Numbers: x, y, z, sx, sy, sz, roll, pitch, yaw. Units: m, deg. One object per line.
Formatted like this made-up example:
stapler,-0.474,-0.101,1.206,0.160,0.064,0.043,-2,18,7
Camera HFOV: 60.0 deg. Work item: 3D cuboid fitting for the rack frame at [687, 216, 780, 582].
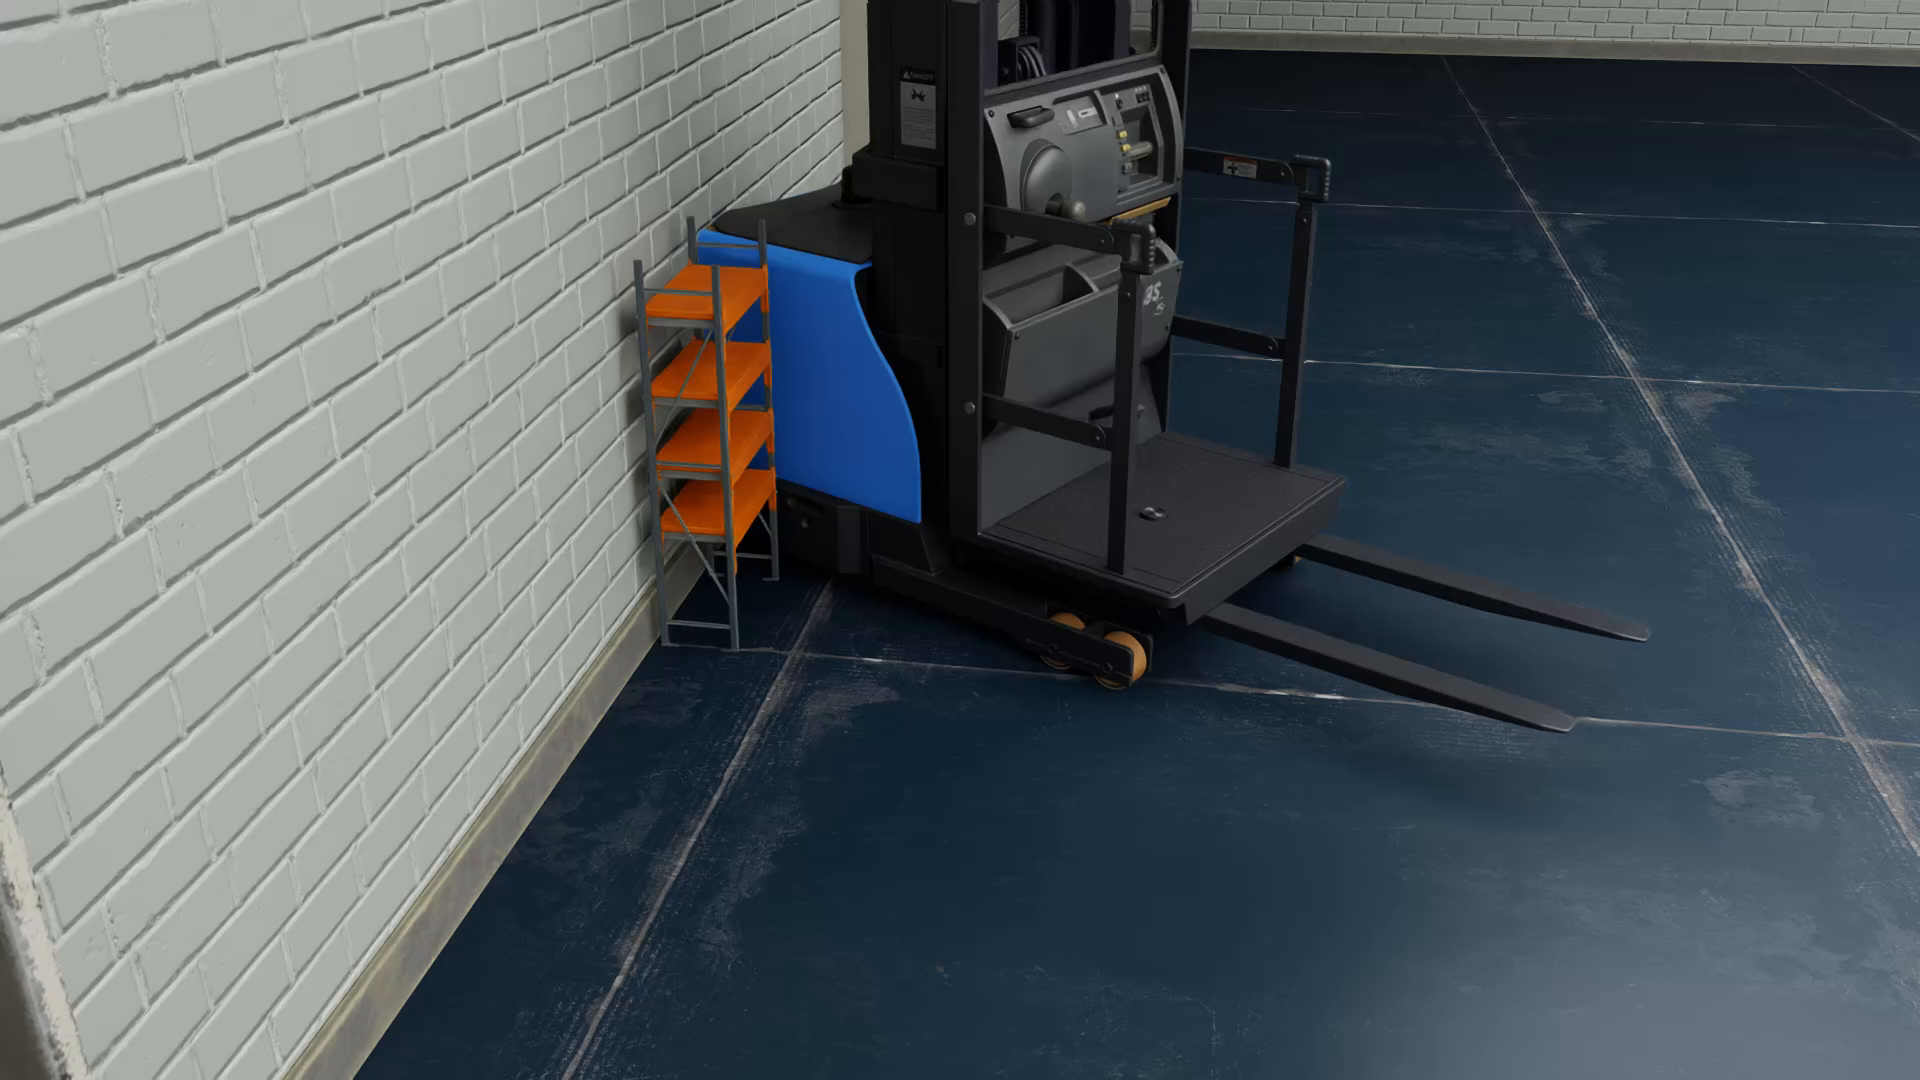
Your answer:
rack frame,-0.706,-0.418,5.223,0.240,1.200,0.015,4,25,8

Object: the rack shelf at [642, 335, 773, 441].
rack shelf,-0.741,-0.457,4.938,0.258,0.148,0.480,4,25,8

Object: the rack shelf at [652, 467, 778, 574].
rack shelf,-0.746,-0.076,5.118,0.258,0.148,0.480,4,25,8

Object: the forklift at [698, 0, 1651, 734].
forklift,0.543,-1.147,4.744,3.031,2.935,1.130,18,31,34

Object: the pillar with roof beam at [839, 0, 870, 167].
pillar with roof beam,3.920,-4.712,5.201,9.100,9.000,0.400,4,25,9

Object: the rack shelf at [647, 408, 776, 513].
rack shelf,-0.744,-0.255,5.034,0.258,0.148,0.480,4,25,8

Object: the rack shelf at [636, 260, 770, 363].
rack shelf,-0.738,-0.671,4.837,0.258,0.148,0.480,4,25,8

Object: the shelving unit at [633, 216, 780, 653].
shelving unit,-0.743,-0.316,5.005,0.258,1.200,0.503,4,25,8

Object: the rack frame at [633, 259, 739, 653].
rack frame,-0.780,-0.213,4.787,0.240,1.200,0.015,4,25,8
